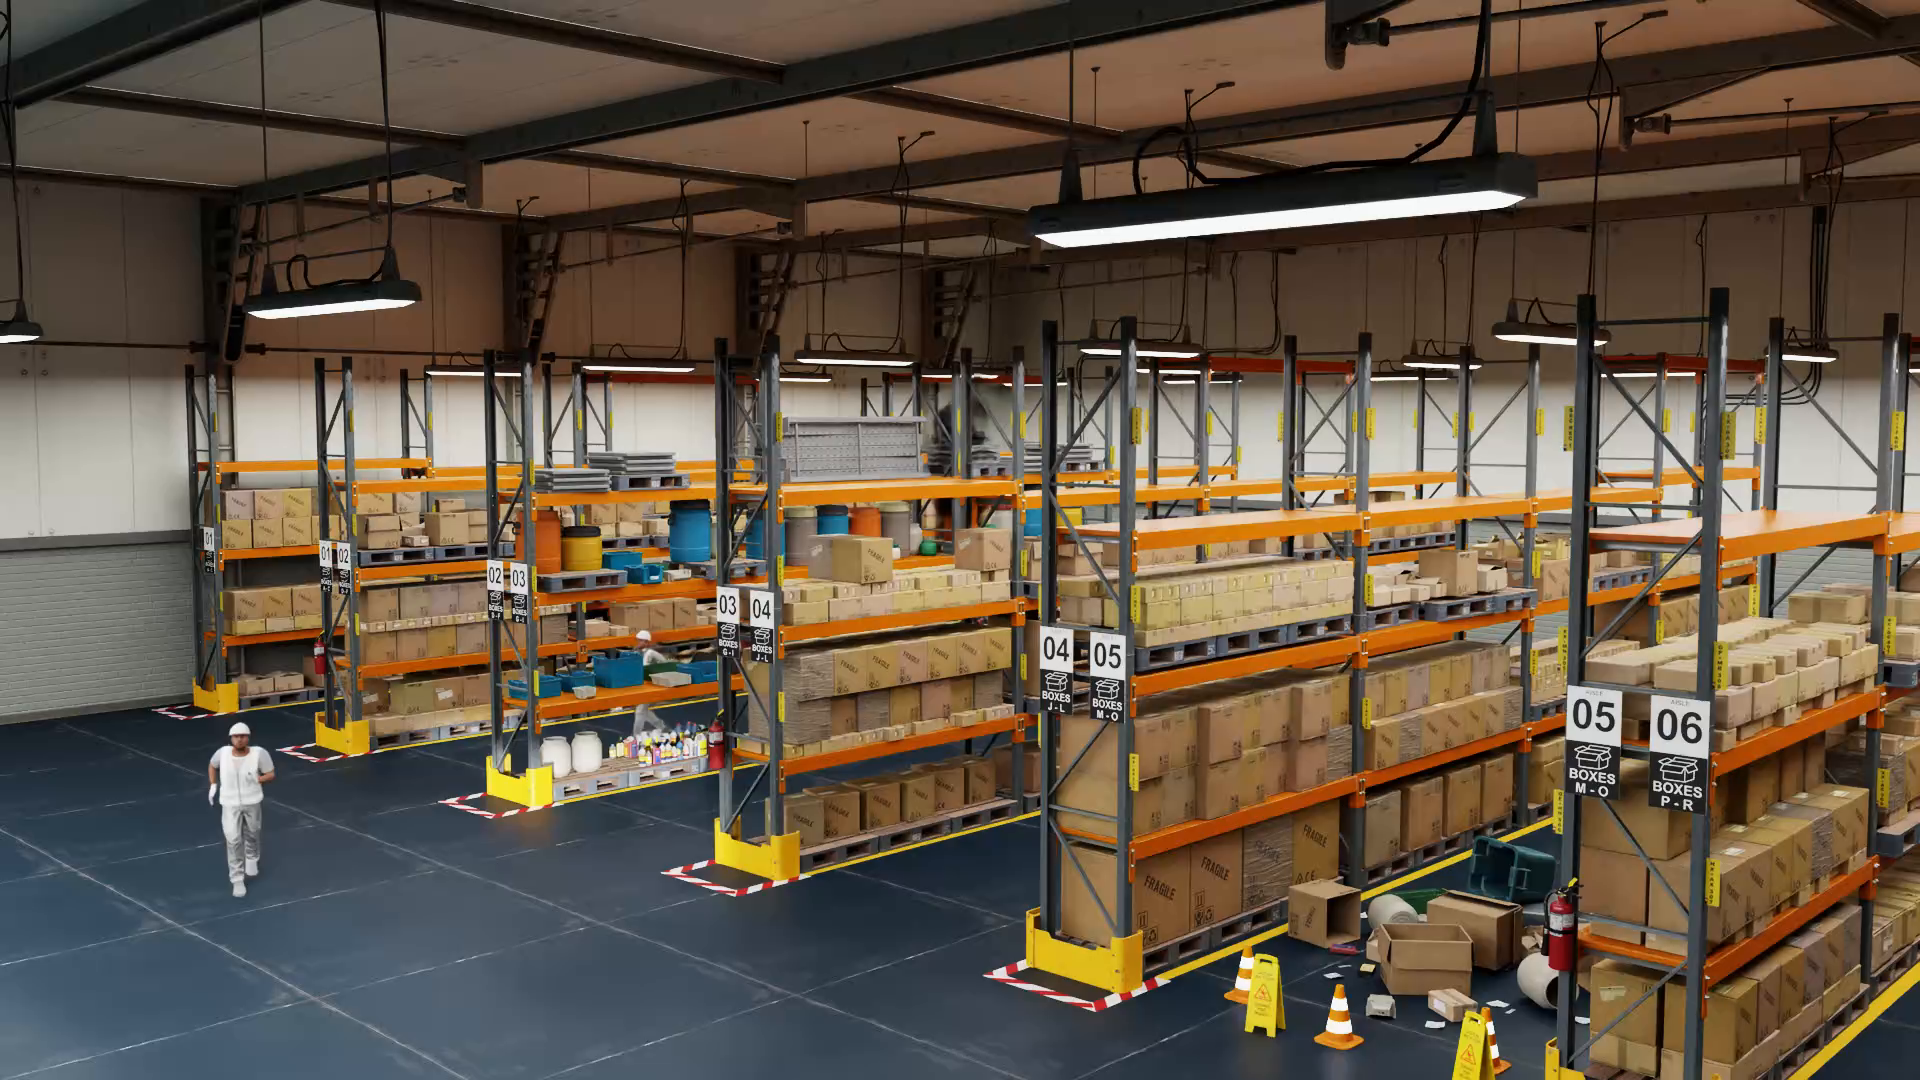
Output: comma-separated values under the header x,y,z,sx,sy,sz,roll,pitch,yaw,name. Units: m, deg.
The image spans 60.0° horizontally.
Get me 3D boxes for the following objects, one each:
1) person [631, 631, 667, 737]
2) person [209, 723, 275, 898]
x,y,z,sx,sy,sz,roll,pitch,yaw,name
-4.900,2.286,25.711,0.657,1.776,0.950,3,5,37,person
-7.778,2.864,18.031,0.674,1.803,0.956,-2,5,-22,person
